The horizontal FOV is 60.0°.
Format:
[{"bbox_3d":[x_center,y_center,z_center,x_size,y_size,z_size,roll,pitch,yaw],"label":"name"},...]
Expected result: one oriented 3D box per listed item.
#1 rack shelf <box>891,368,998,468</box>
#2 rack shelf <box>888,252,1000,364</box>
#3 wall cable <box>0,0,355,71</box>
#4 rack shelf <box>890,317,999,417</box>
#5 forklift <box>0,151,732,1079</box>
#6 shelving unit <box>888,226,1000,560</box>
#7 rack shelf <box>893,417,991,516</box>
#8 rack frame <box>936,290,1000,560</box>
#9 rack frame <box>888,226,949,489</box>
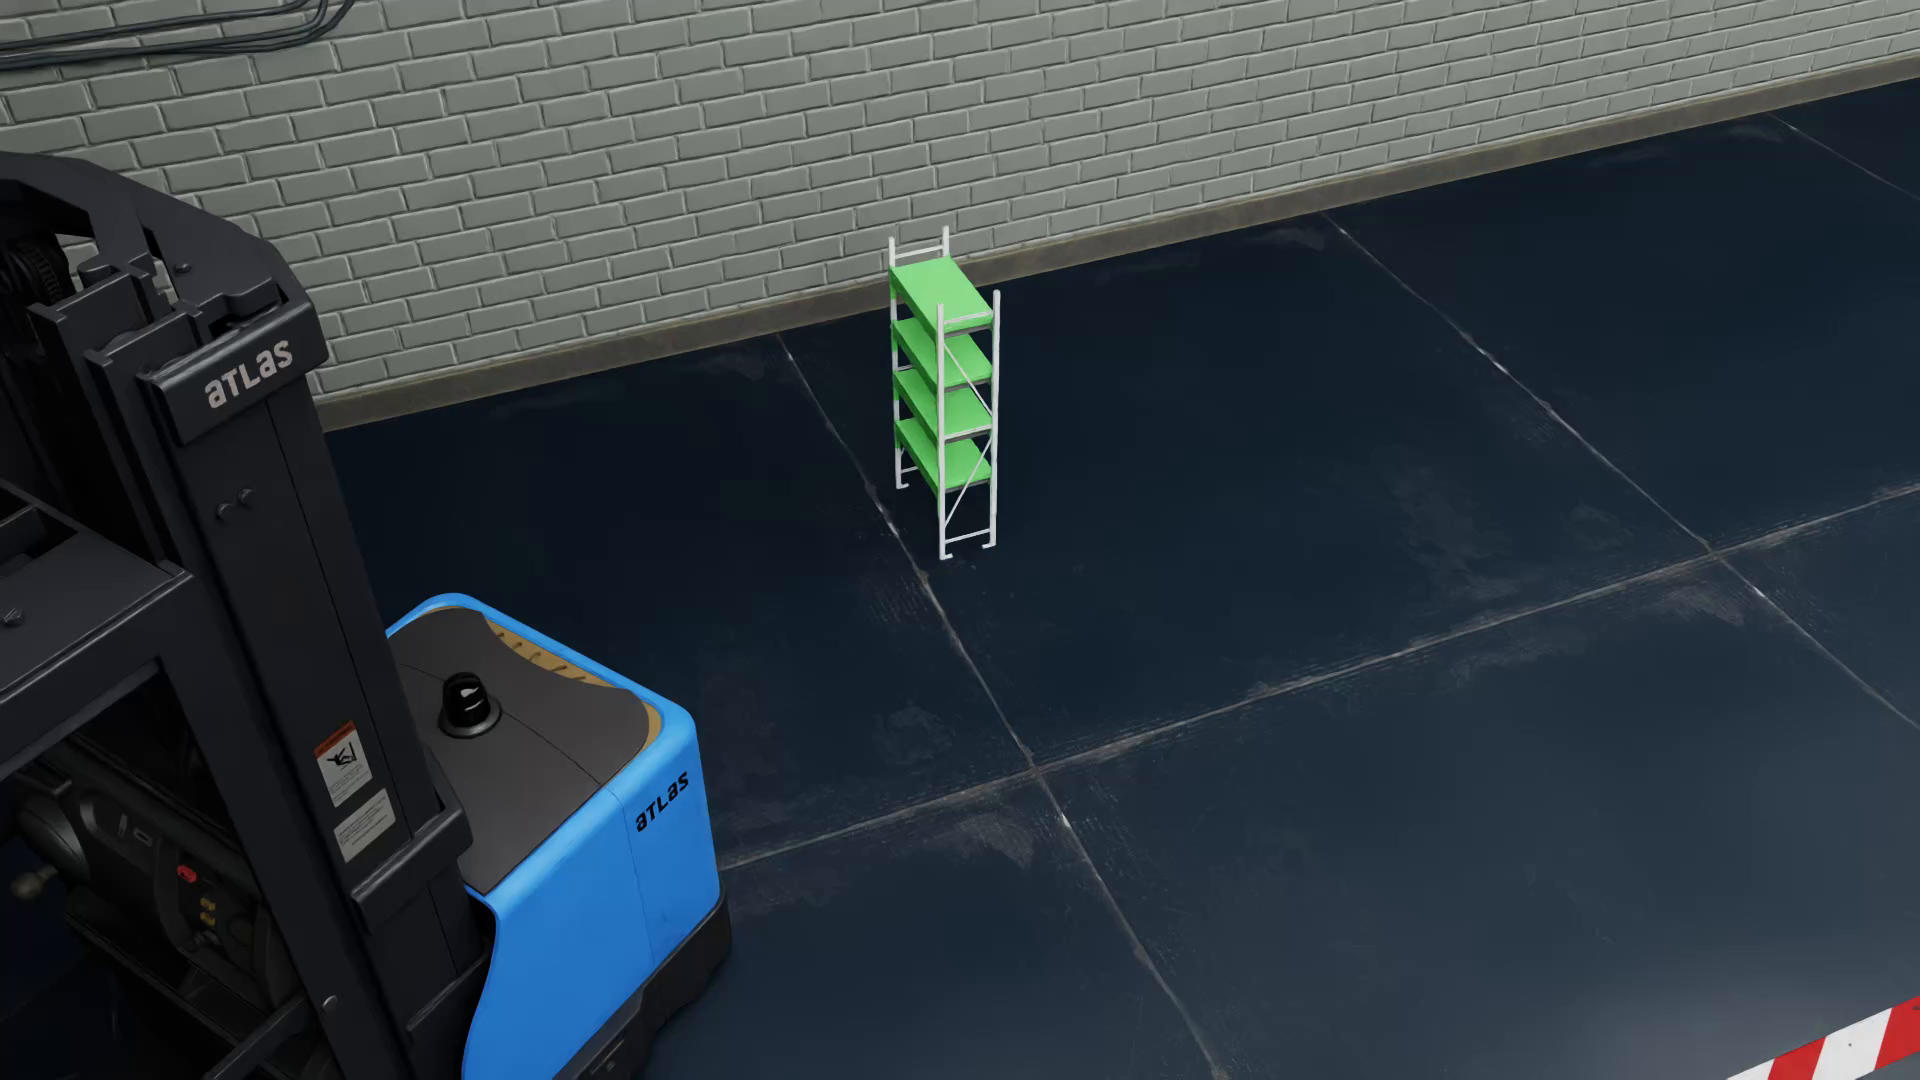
[{"bbox_3d":[-0.063,-0.506,6.516,0.258,0.148,0.480,-15,43,-17],"label":"rack shelf"},{"bbox_3d":[-0.063,-0.870,6.203,0.258,0.148,0.480,-15,43,-17],"label":"rack shelf"},{"bbox_3d":[-3.605,-2.473,5.105,3.097,2.526,0.112,-15,43,-17],"label":"wall cable"},{"bbox_3d":[-0.063,-0.688,6.360,0.258,0.148,0.480,-15,43,-17],"label":"rack shelf"},{"bbox_3d":[-1.940,0.810,3.560,1.130,2.935,3.031,23,46,25],"label":"forklift"},{"bbox_3d":[-0.063,-0.555,6.475,0.258,1.200,0.503,-15,43,-17],"label":"shelving unit"},{"bbox_3d":[-0.063,-0.324,6.673,0.258,0.148,0.480,-15,43,-17],"label":"rack shelf"},{"bbox_3d":[0.030,-0.408,6.304,0.240,1.200,0.015,-15,43,-17],"label":"rack frame"},{"bbox_3d":[-0.157,-0.702,6.646,0.240,1.200,0.015,-15,43,-17],"label":"rack frame"}]
